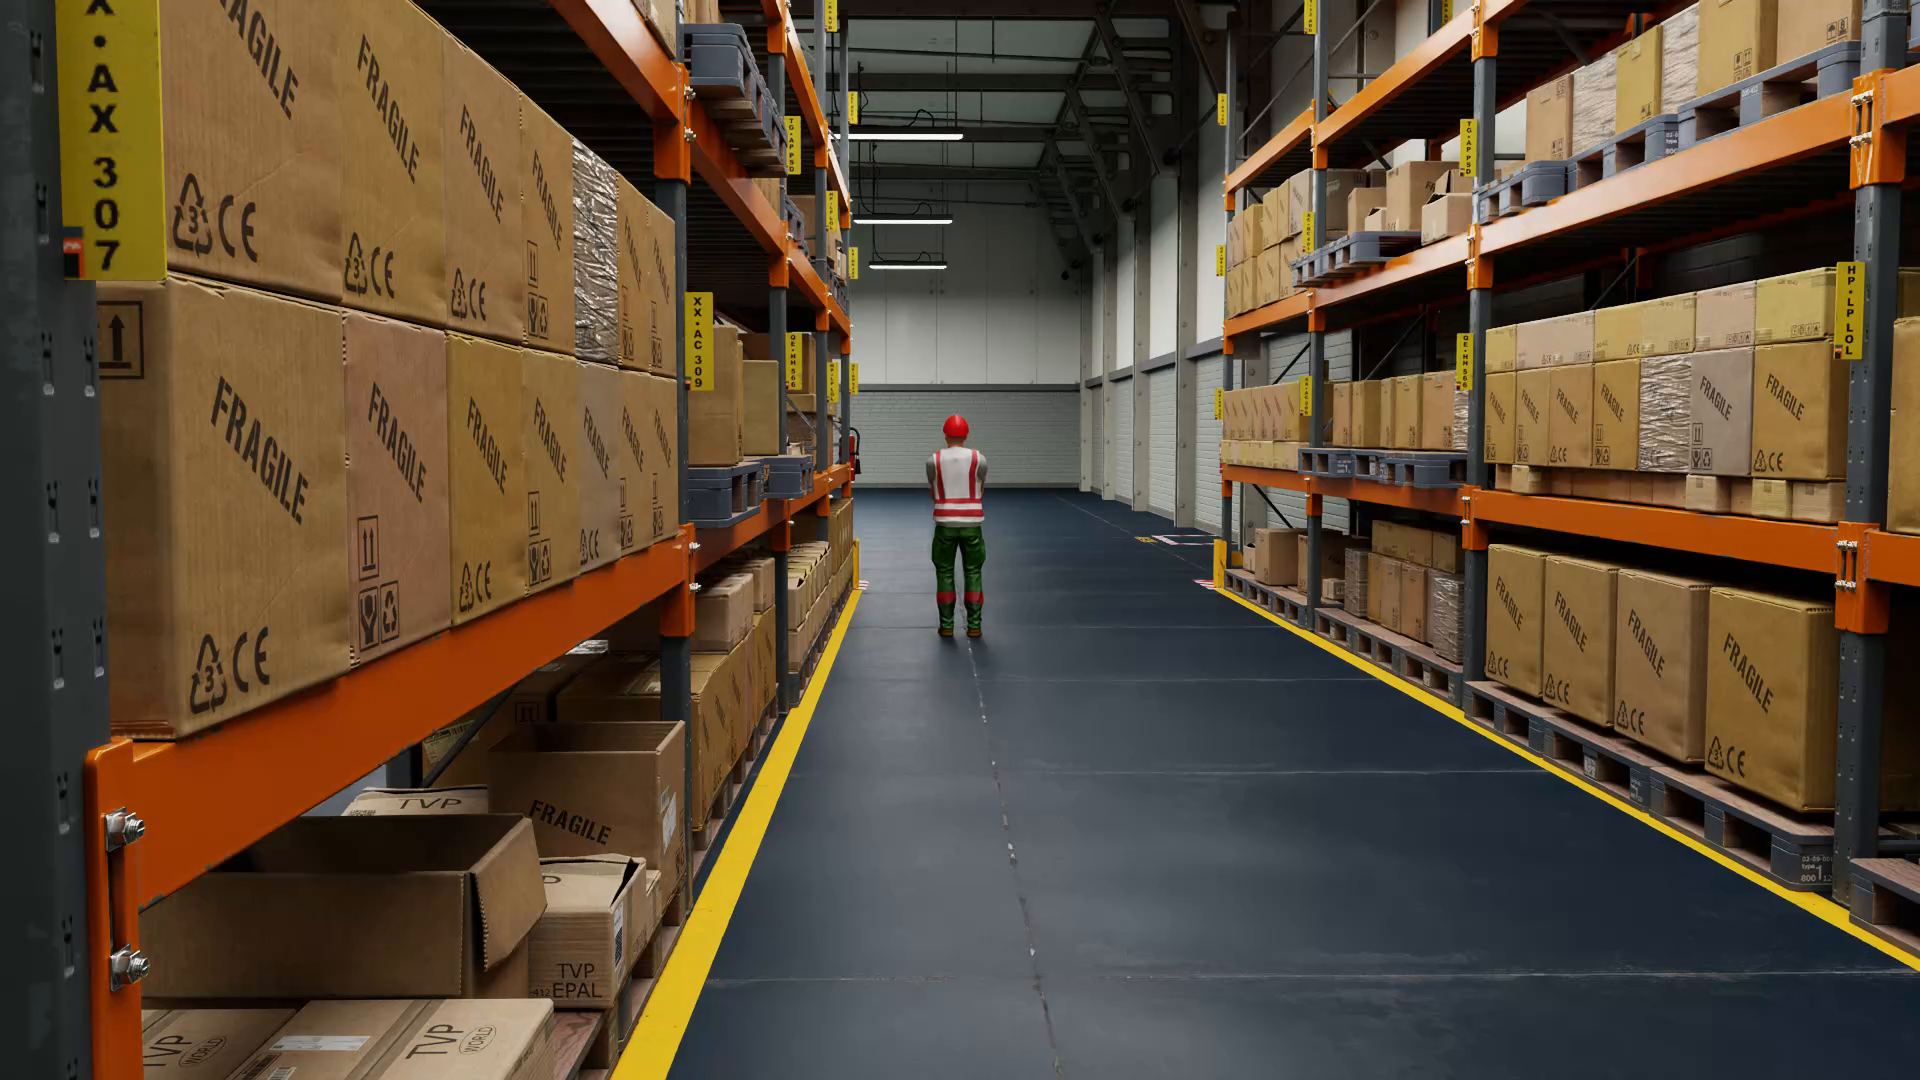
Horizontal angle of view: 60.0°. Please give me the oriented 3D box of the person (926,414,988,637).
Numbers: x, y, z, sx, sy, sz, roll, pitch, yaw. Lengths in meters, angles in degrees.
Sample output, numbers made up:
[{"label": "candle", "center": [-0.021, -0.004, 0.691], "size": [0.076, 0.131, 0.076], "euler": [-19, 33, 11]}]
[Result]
[{"label": "person", "center": [-0.028, -0.121, 13.412], "size": [0.494, 1.782, 0.564], "euler": [0, 4, -1]}]
